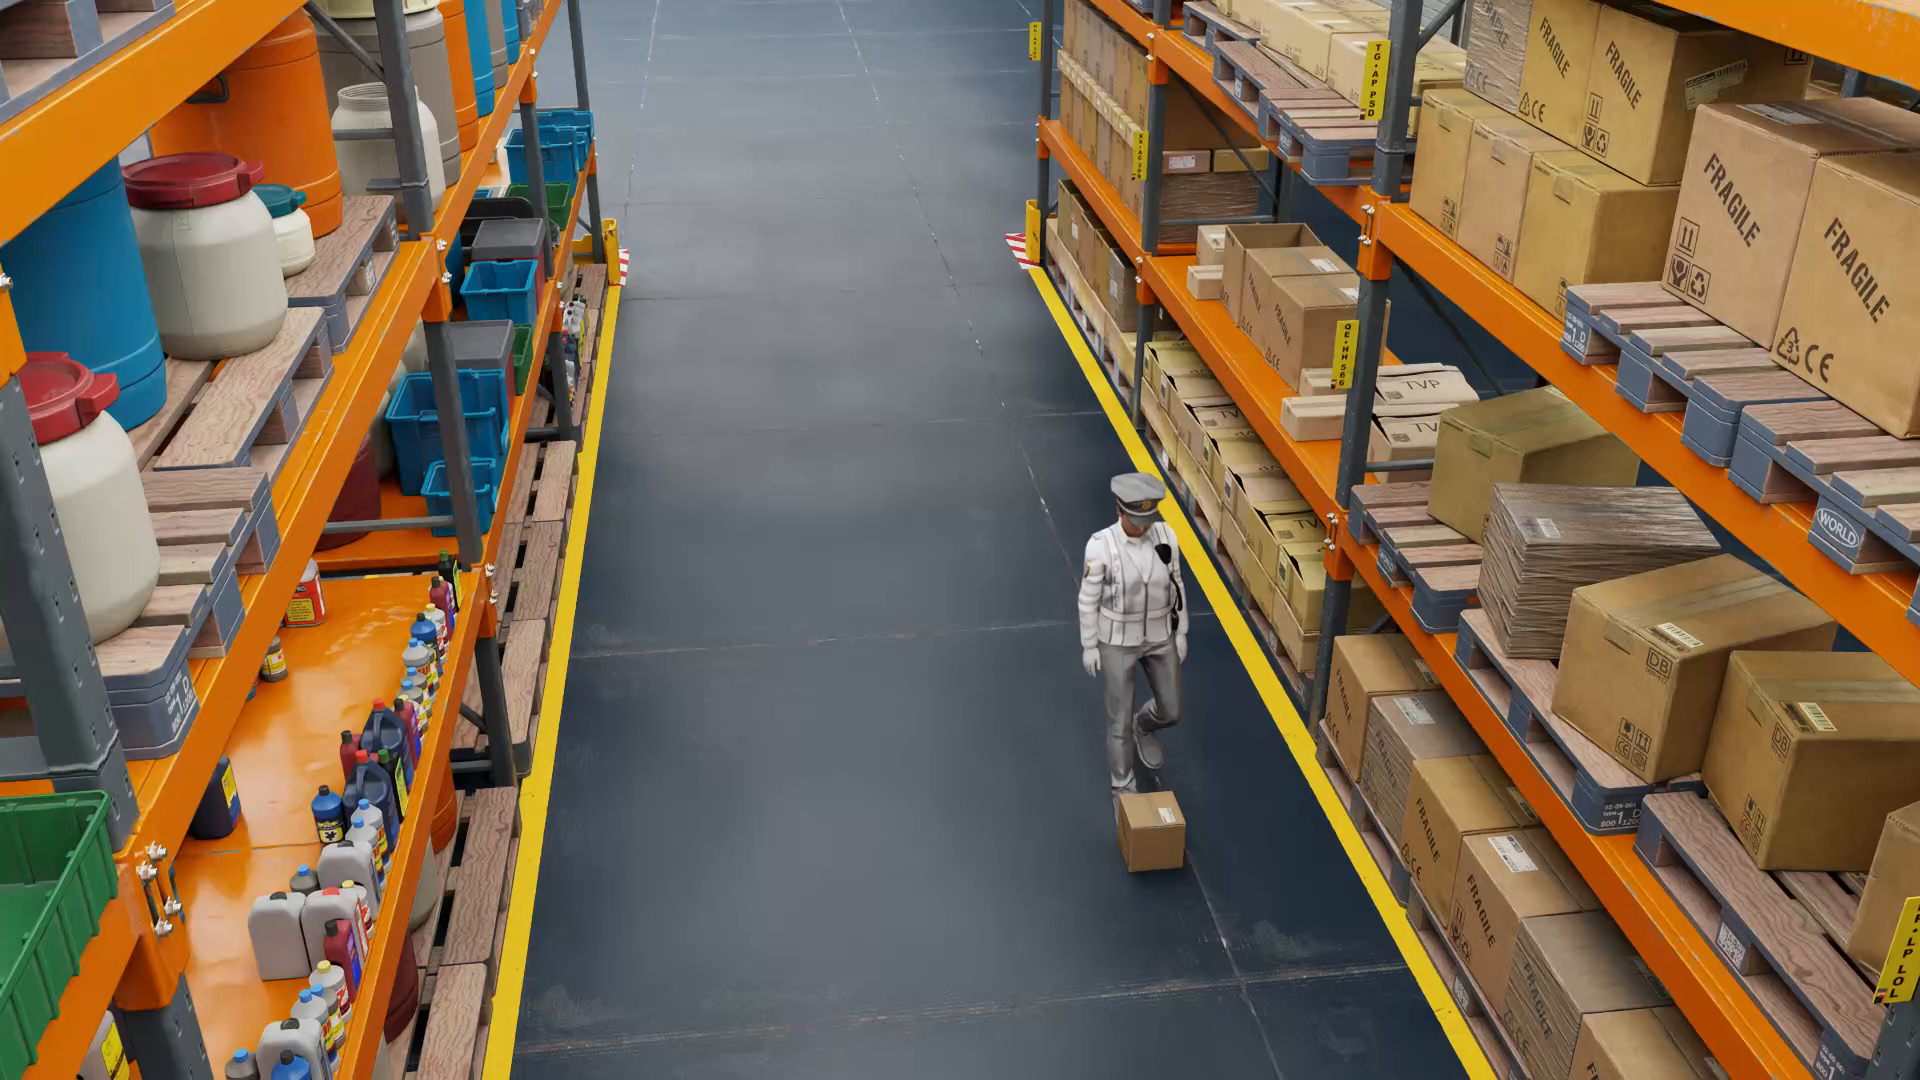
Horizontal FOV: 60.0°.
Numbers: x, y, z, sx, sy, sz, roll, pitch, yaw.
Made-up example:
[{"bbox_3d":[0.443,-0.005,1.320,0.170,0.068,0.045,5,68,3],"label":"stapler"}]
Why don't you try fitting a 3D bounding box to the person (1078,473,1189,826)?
[{"bbox_3d":[0.818,0.480,7.640,0.522,1.652,0.644,-7,28,-13],"label":"person"}]
